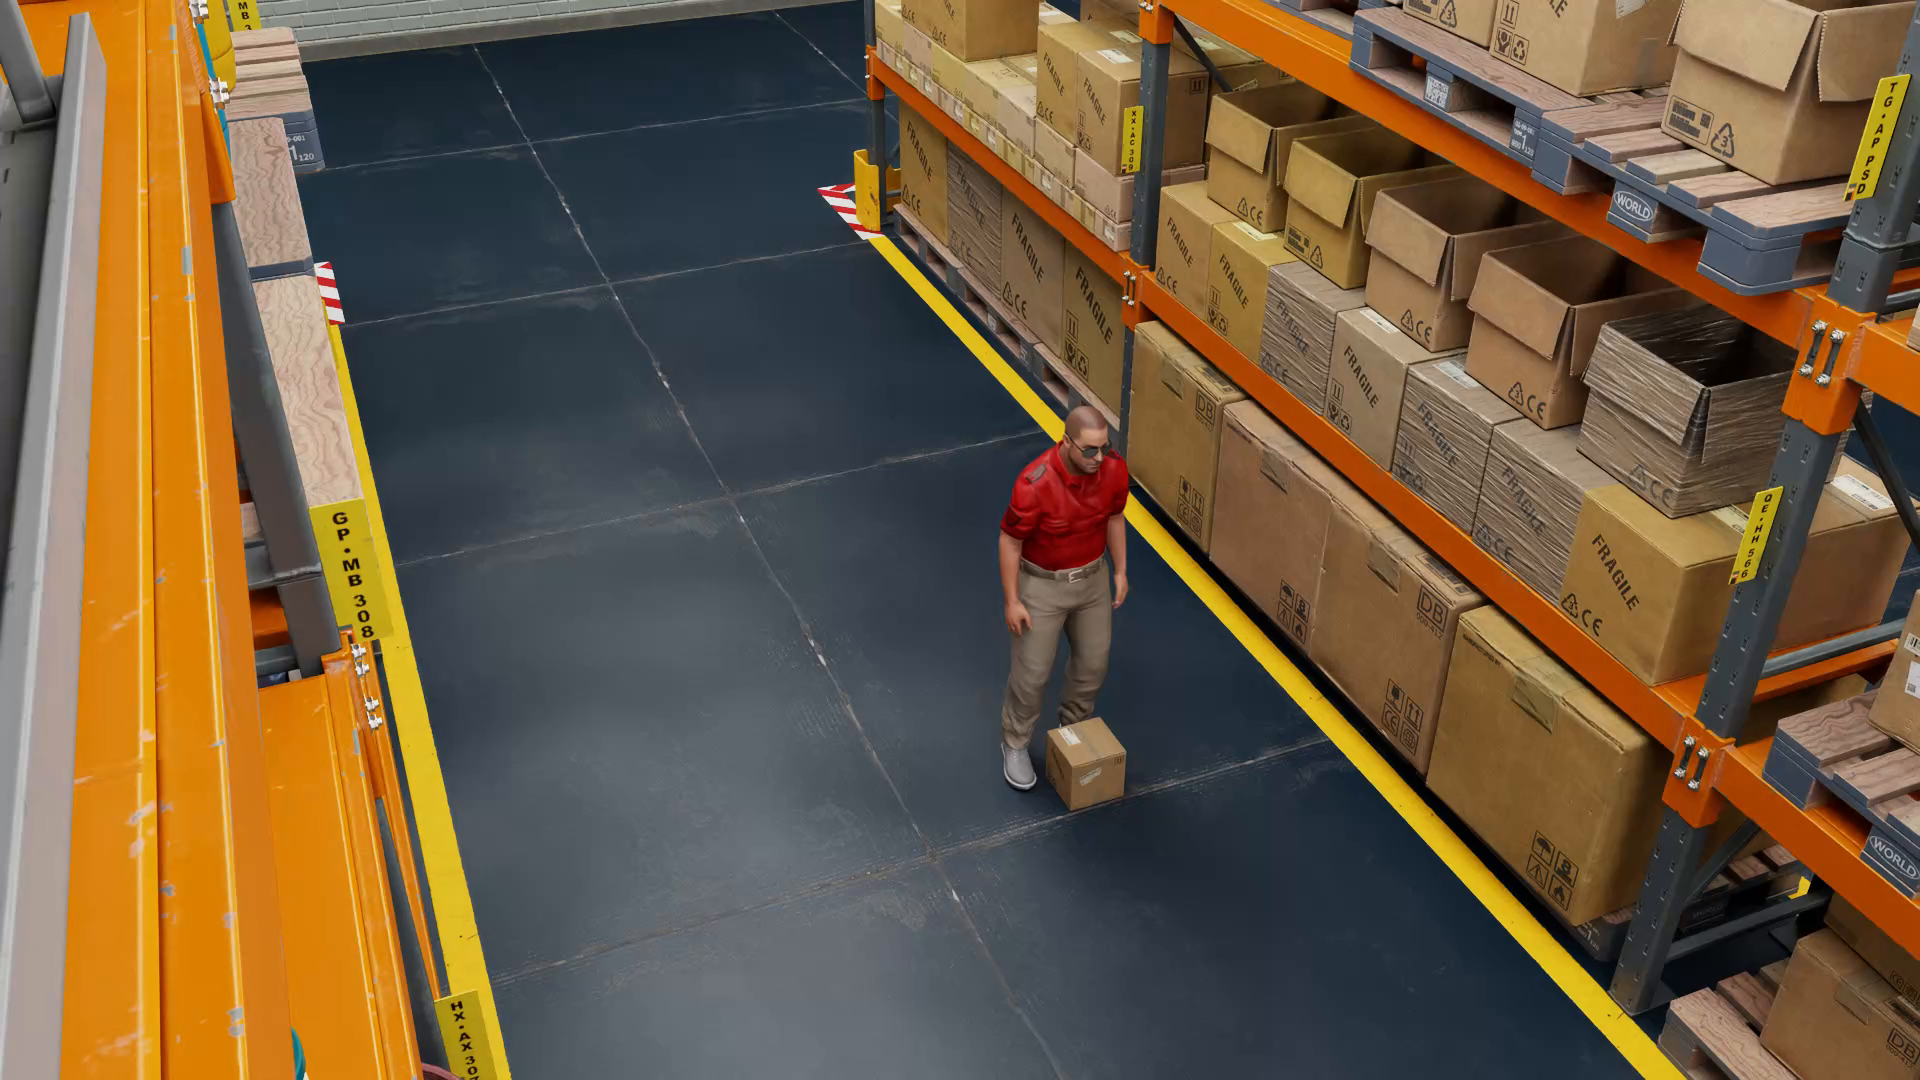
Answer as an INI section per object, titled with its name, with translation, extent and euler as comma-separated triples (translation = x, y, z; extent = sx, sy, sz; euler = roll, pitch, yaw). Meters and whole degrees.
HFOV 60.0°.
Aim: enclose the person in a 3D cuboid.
[person]
translation = 0.431, 0.201, 6.846
extent = 0.602, 1.726, 0.393
euler = -15, 36, -22
